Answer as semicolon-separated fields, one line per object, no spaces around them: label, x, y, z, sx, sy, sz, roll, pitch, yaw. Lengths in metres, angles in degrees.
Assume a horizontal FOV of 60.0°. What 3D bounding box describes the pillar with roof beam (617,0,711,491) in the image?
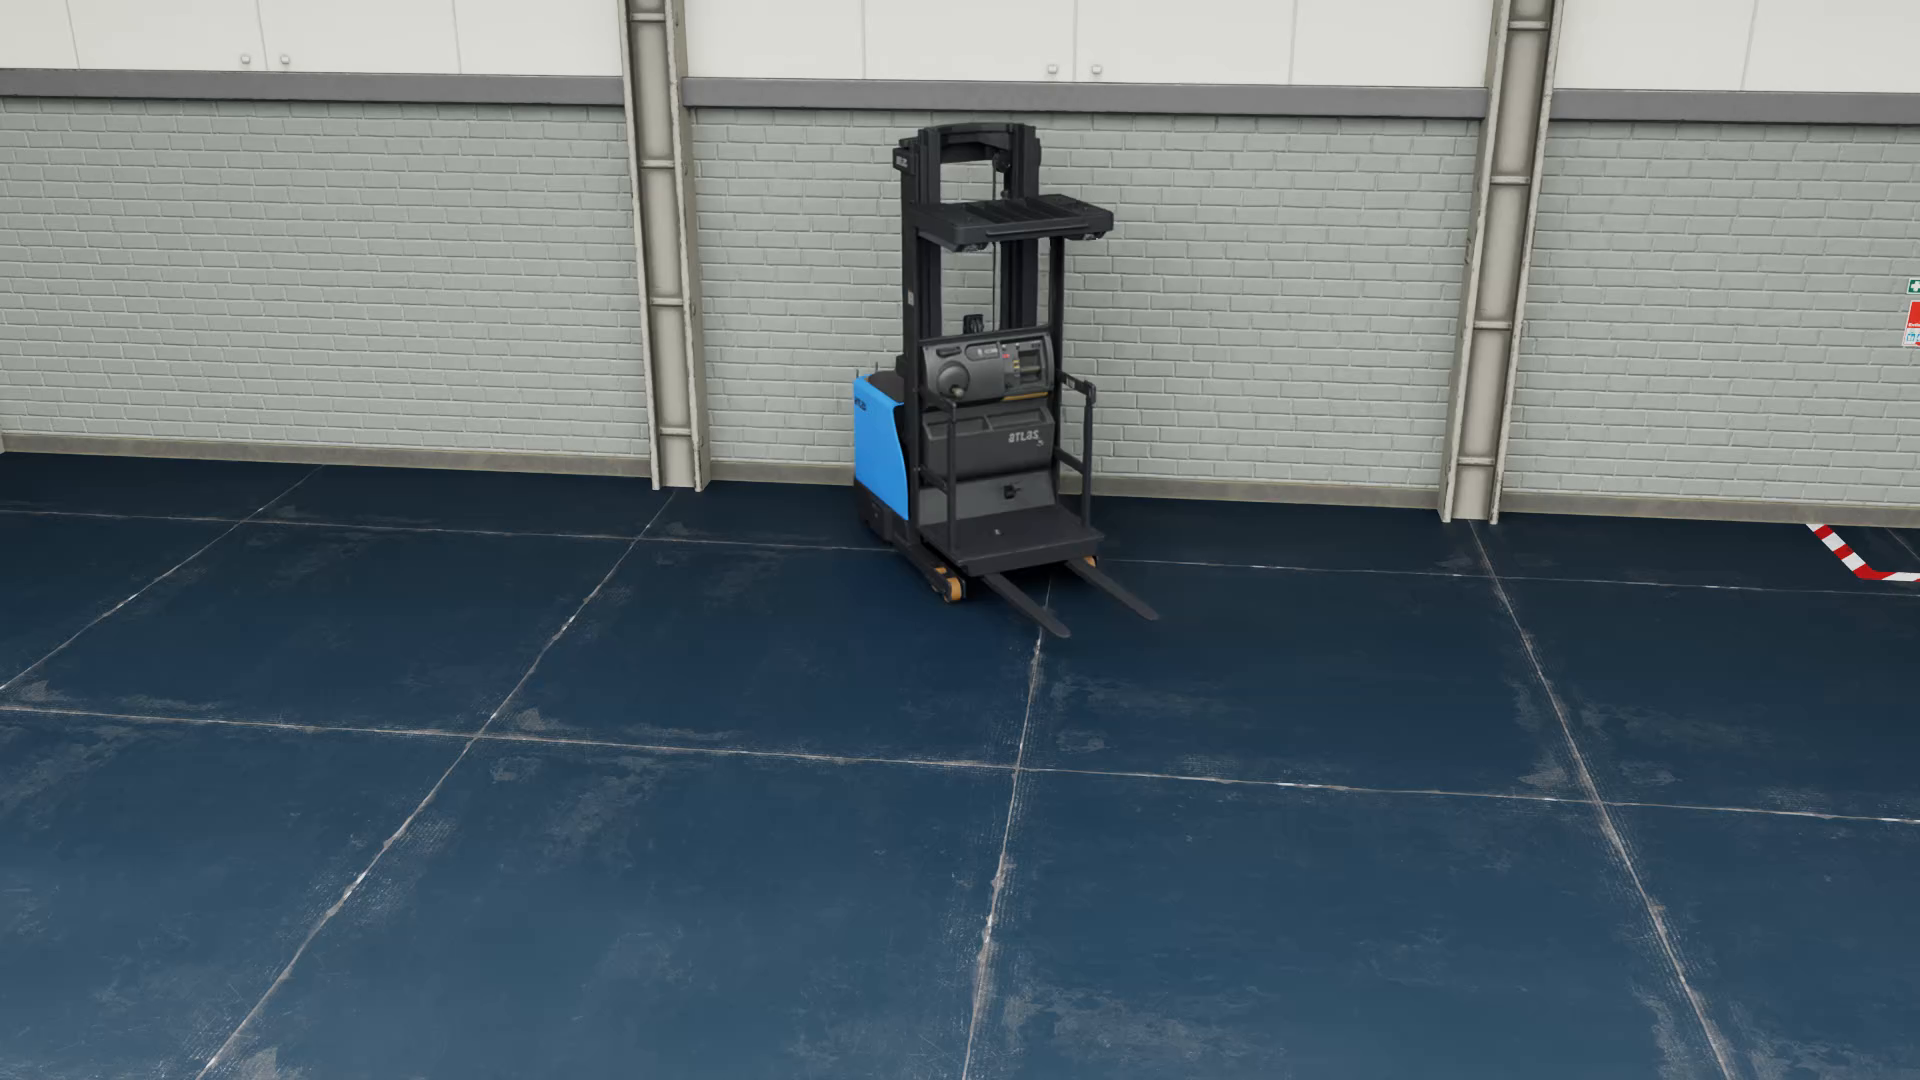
pillar with roof beam;-2.687;-3.054;7.425;0.400;9.000;9.100;2;22;6

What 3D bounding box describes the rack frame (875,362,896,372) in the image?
rack frame;-0.548;-0.828;12.606;0.200;1.050;0.008;13;25;30

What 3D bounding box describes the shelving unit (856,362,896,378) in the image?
shelving unit;-0.614;-0.790;12.511;0.215;1.050;0.252;13;25;30

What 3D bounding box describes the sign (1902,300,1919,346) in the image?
sign;6.750;-1.516;11.645;0.234;0.329;0.001;2;22;6

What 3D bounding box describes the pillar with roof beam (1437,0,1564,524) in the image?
pillar with roof beam;3.272;-2.794;6.768;0.400;9.000;9.100;2;22;6

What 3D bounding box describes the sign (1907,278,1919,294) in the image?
sign;6.754;-1.759;11.539;0.331;0.109;0.001;2;22;6

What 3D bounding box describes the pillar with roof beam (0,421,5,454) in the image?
pillar with roof beam;-8.645;-3.314;8.082;0.400;9.000;9.100;2;22;6

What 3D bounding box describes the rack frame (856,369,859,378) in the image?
rack frame;-0.680;-0.753;12.416;0.200;1.050;0.008;13;25;30

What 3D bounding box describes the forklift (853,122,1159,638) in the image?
forklift;0.283;-1.134;10.823;1.130;2.935;3.031;-10;23;-23
